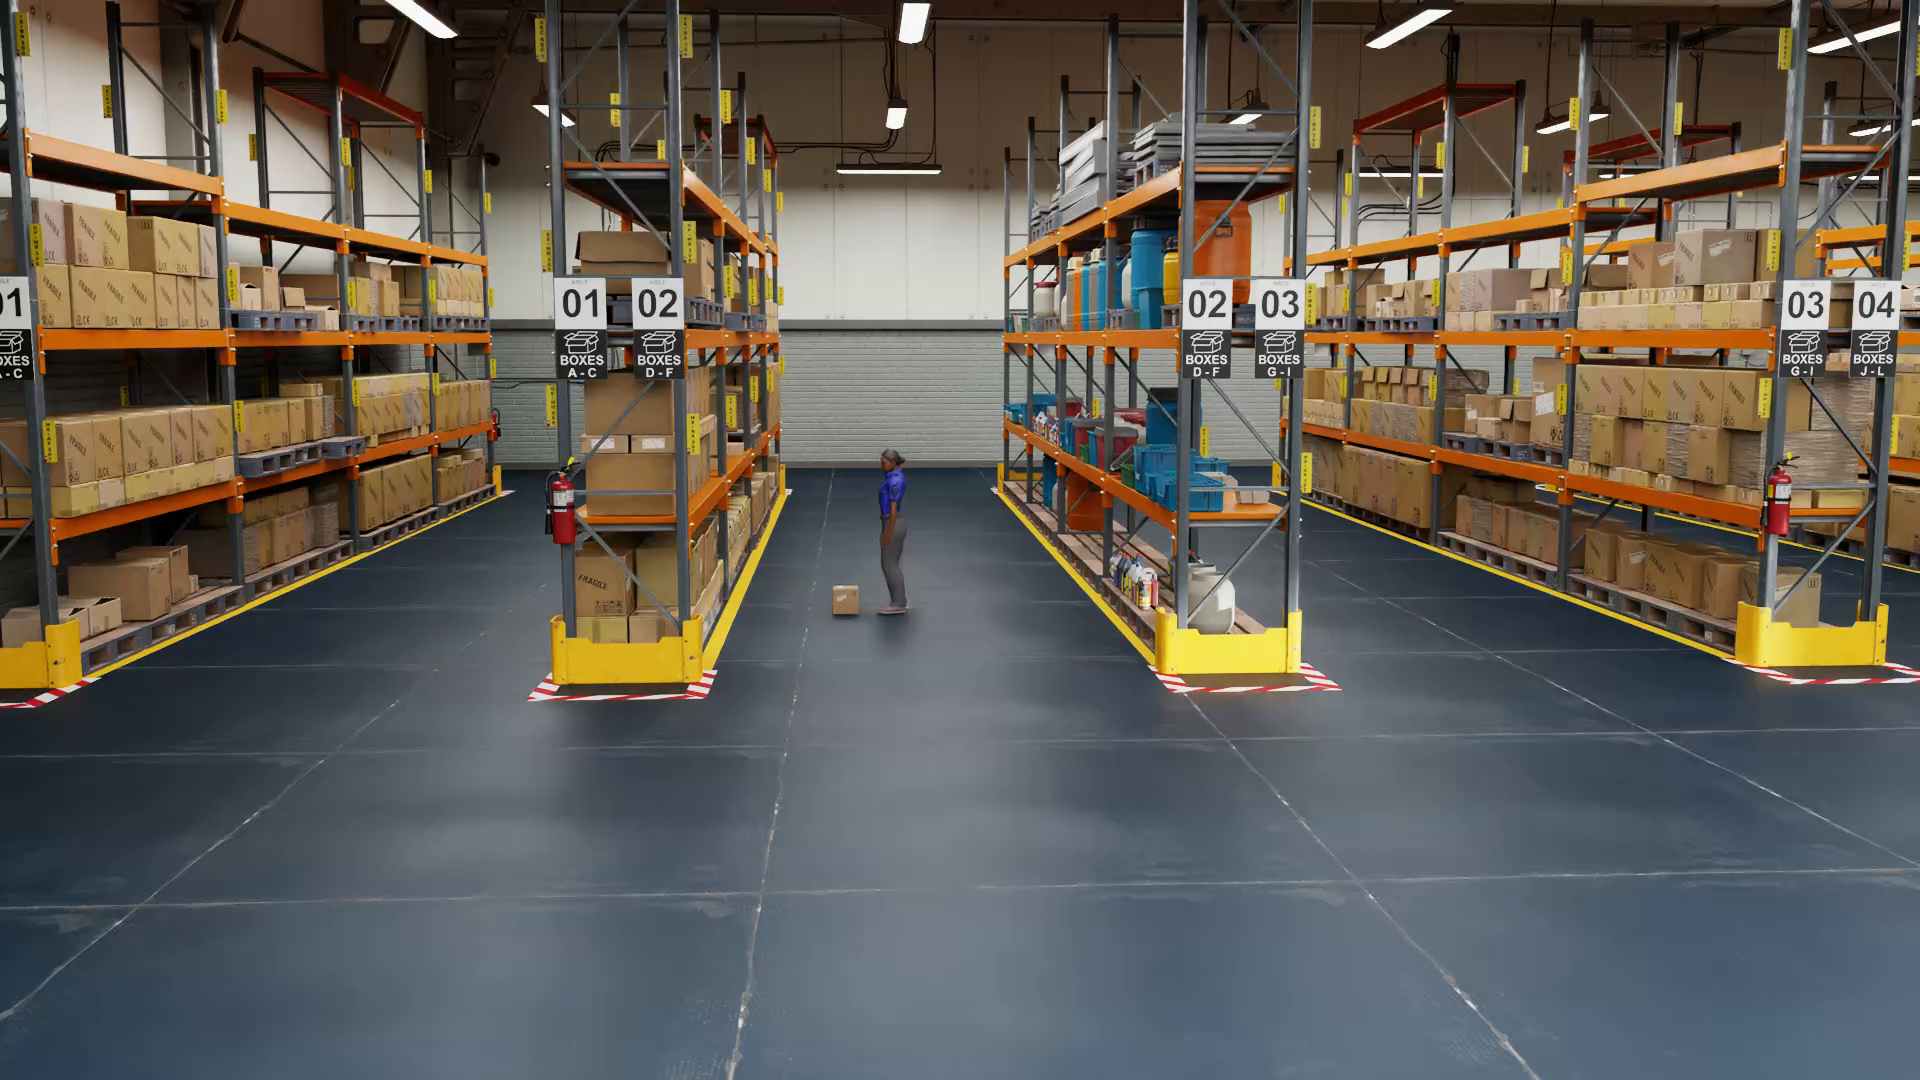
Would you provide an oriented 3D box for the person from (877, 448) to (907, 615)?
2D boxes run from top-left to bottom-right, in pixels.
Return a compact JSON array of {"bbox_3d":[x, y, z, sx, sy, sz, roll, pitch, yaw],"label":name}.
[{"bbox_3d":[-0.678,-0.090,16.565,0.306,1.655,0.439,0,7,-3],"label":"person"}]
